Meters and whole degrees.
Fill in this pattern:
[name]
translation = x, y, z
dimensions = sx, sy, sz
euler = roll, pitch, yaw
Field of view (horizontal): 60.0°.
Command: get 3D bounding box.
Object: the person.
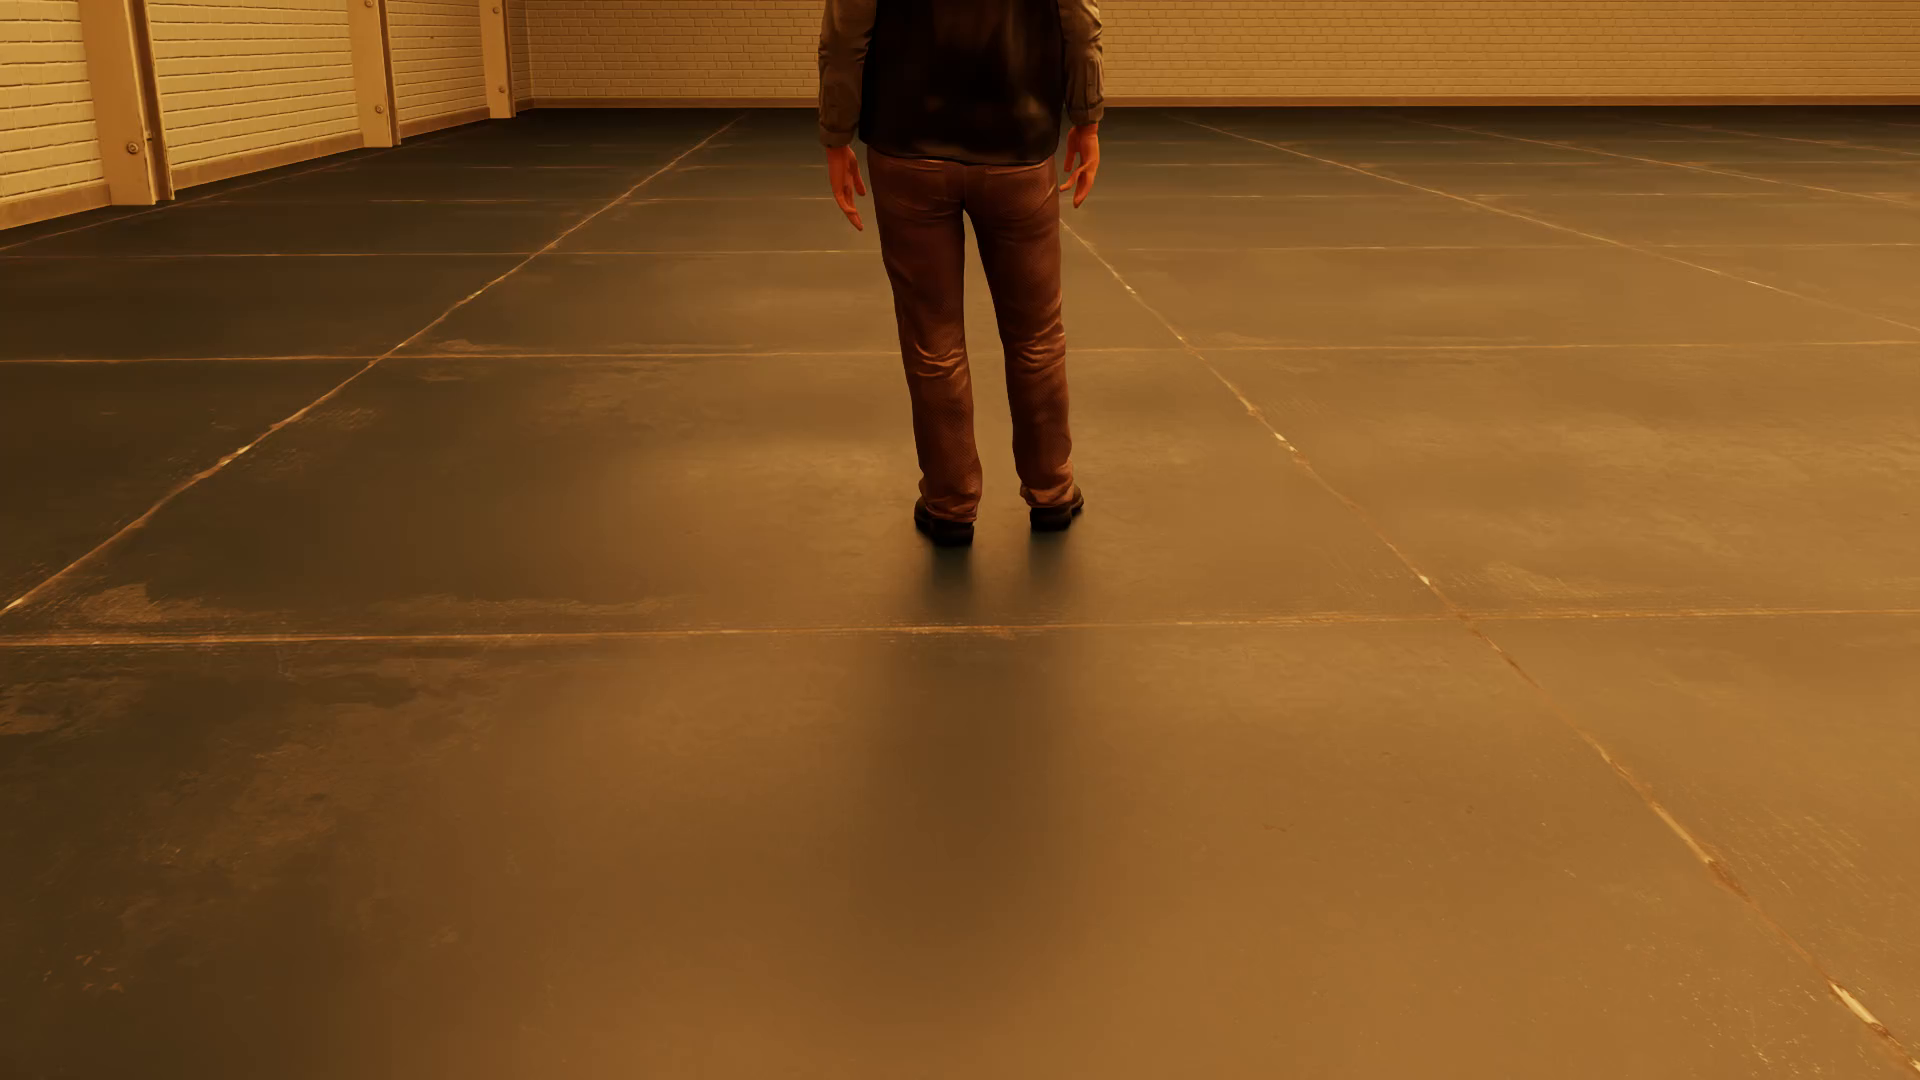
[person]
translation = 0.005, -0.848, 3.724
dimensions = 0.632, 1.720, 0.568
euler = -1, 17, -3
